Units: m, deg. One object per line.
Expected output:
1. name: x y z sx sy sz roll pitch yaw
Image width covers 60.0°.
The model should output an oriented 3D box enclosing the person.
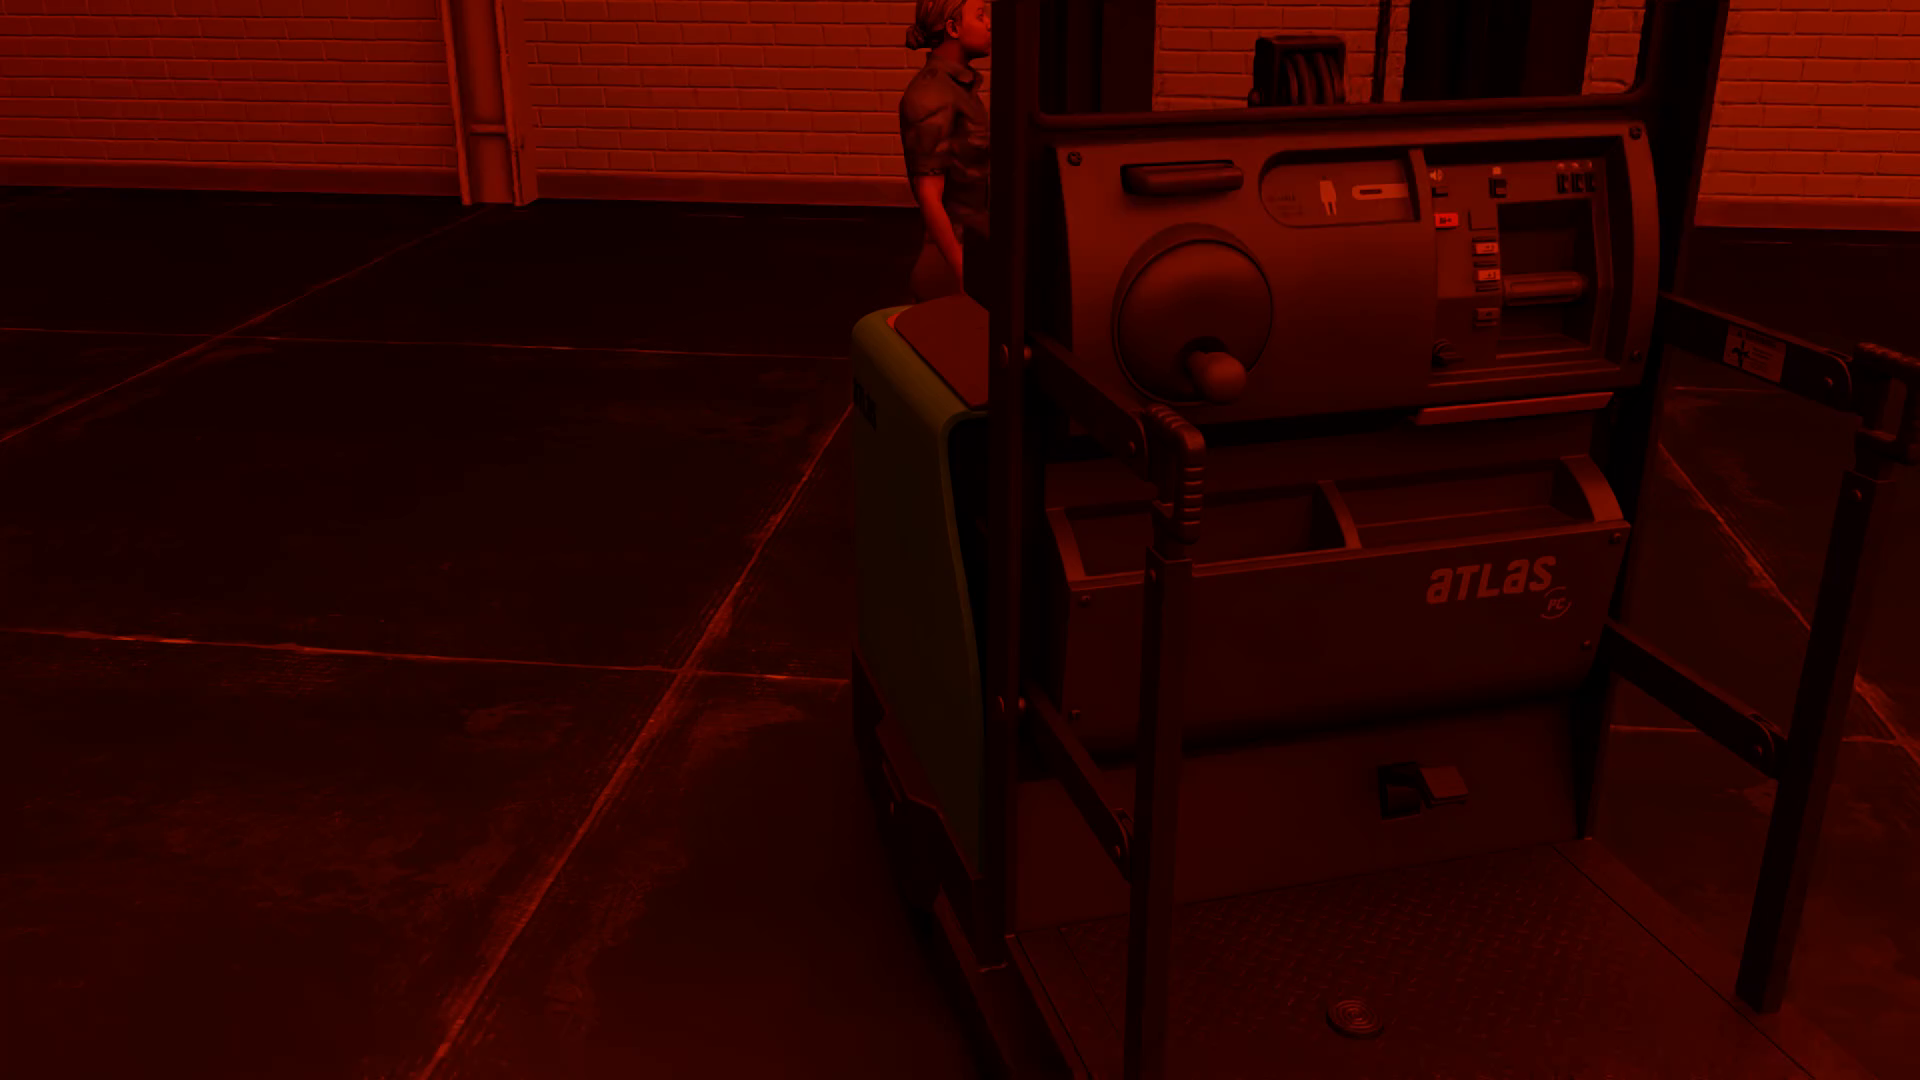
1. person: 0.085 -0.763 4.837 0.503 1.656 0.569 3 22 7

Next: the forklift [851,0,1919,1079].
1. forklift: 0.645 -0.377 2.190 1.130 2.935 3.031 -6 23 -15
